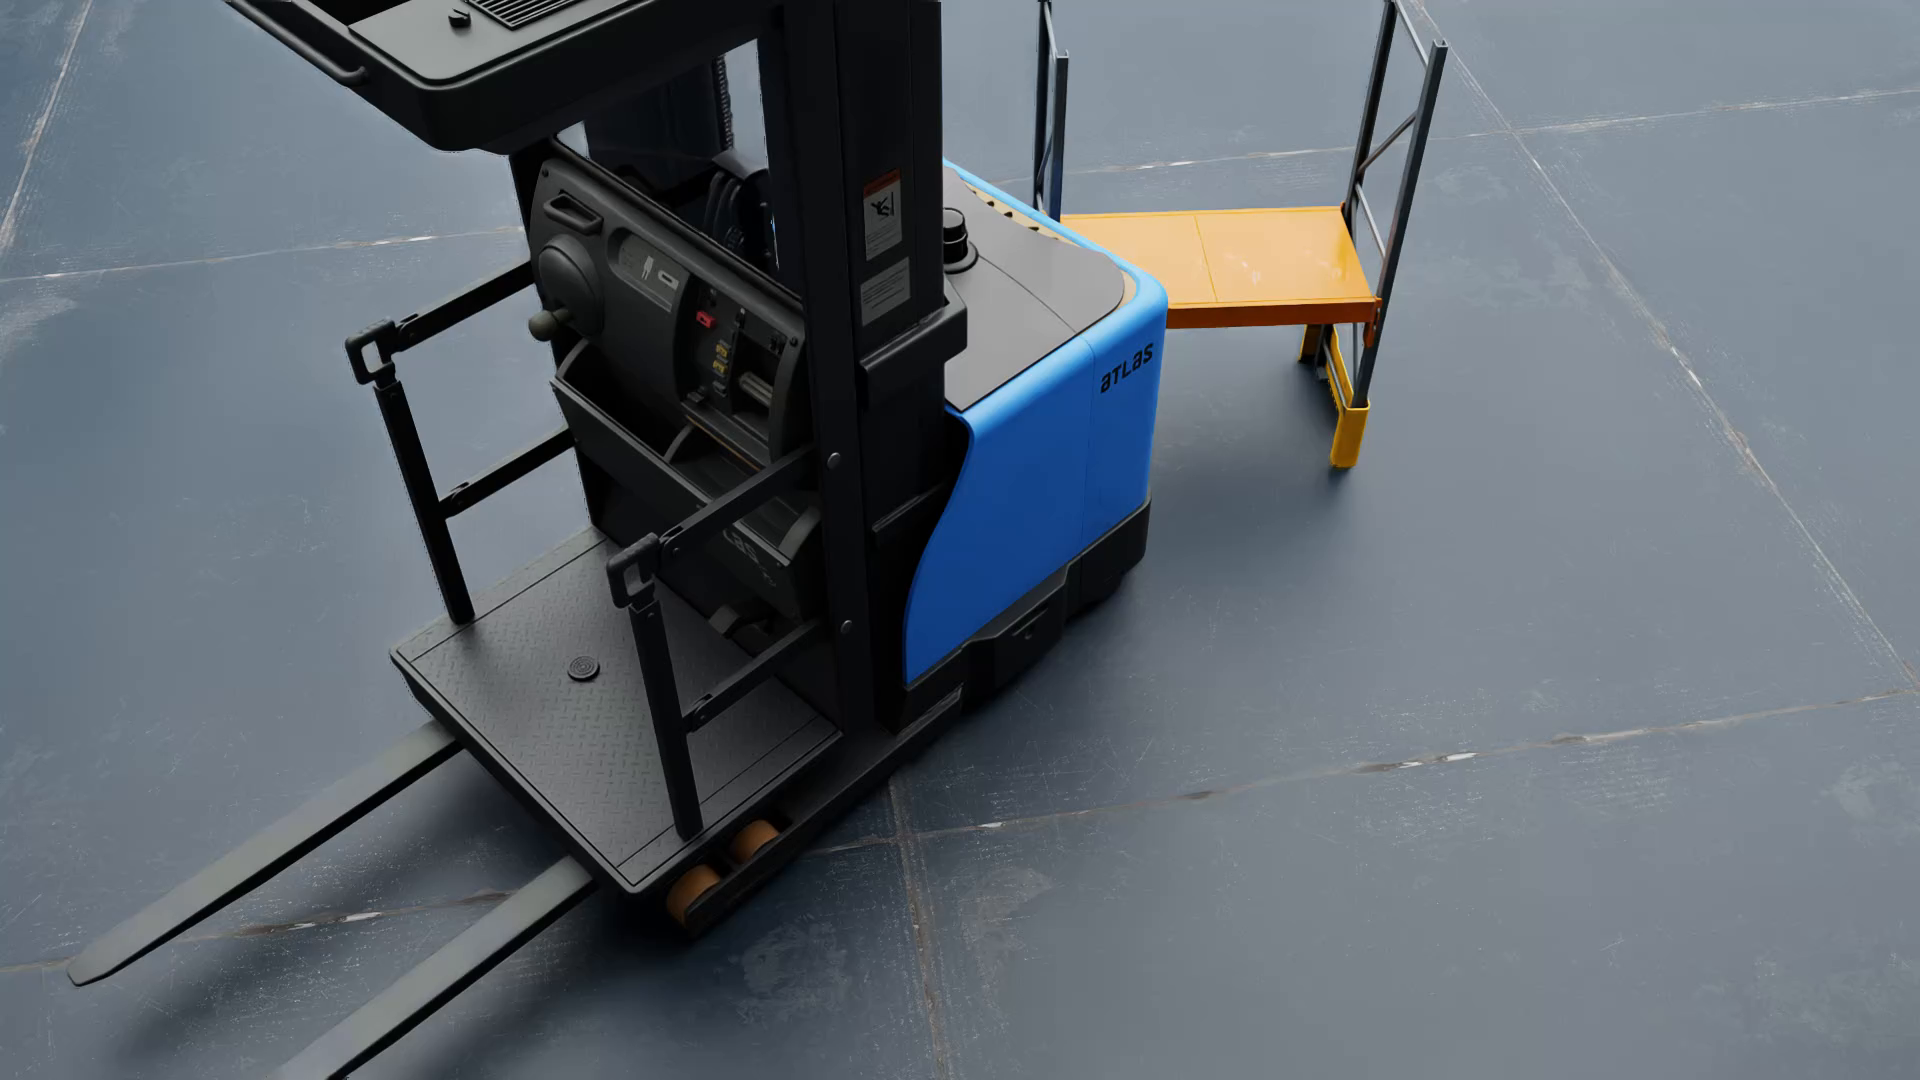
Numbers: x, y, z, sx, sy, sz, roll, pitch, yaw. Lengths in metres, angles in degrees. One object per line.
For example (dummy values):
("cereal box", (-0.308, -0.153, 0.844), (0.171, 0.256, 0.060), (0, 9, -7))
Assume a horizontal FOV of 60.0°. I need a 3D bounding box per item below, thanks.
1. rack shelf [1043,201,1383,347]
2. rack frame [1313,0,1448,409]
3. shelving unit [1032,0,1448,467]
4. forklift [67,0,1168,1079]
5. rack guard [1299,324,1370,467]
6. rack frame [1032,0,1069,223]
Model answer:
("rack shelf", (0.767, -0.829, 5.257), (1.000, 0.185, 0.538), (-2, 46, -2))
("rack frame", (1.274, -0.973, 5.146), (0.032, 1.500, 0.500), (-2, 46, -2))
("shelving unit", (0.758, -0.953, 5.127), (1.083, 1.500, 0.587), (-2, 46, -2))
("forklift", (-0.823, -0.442, 3.640), (1.130, 2.935, 3.031), (36, 56, 29))
("rack guard", (1.255, -0.539, 5.596), (0.087, 0.250, 0.587), (-2, 46, -2))
("rack frame", (0.259, -0.934, 5.108), (0.032, 1.500, 0.500), (-2, 46, -2))
